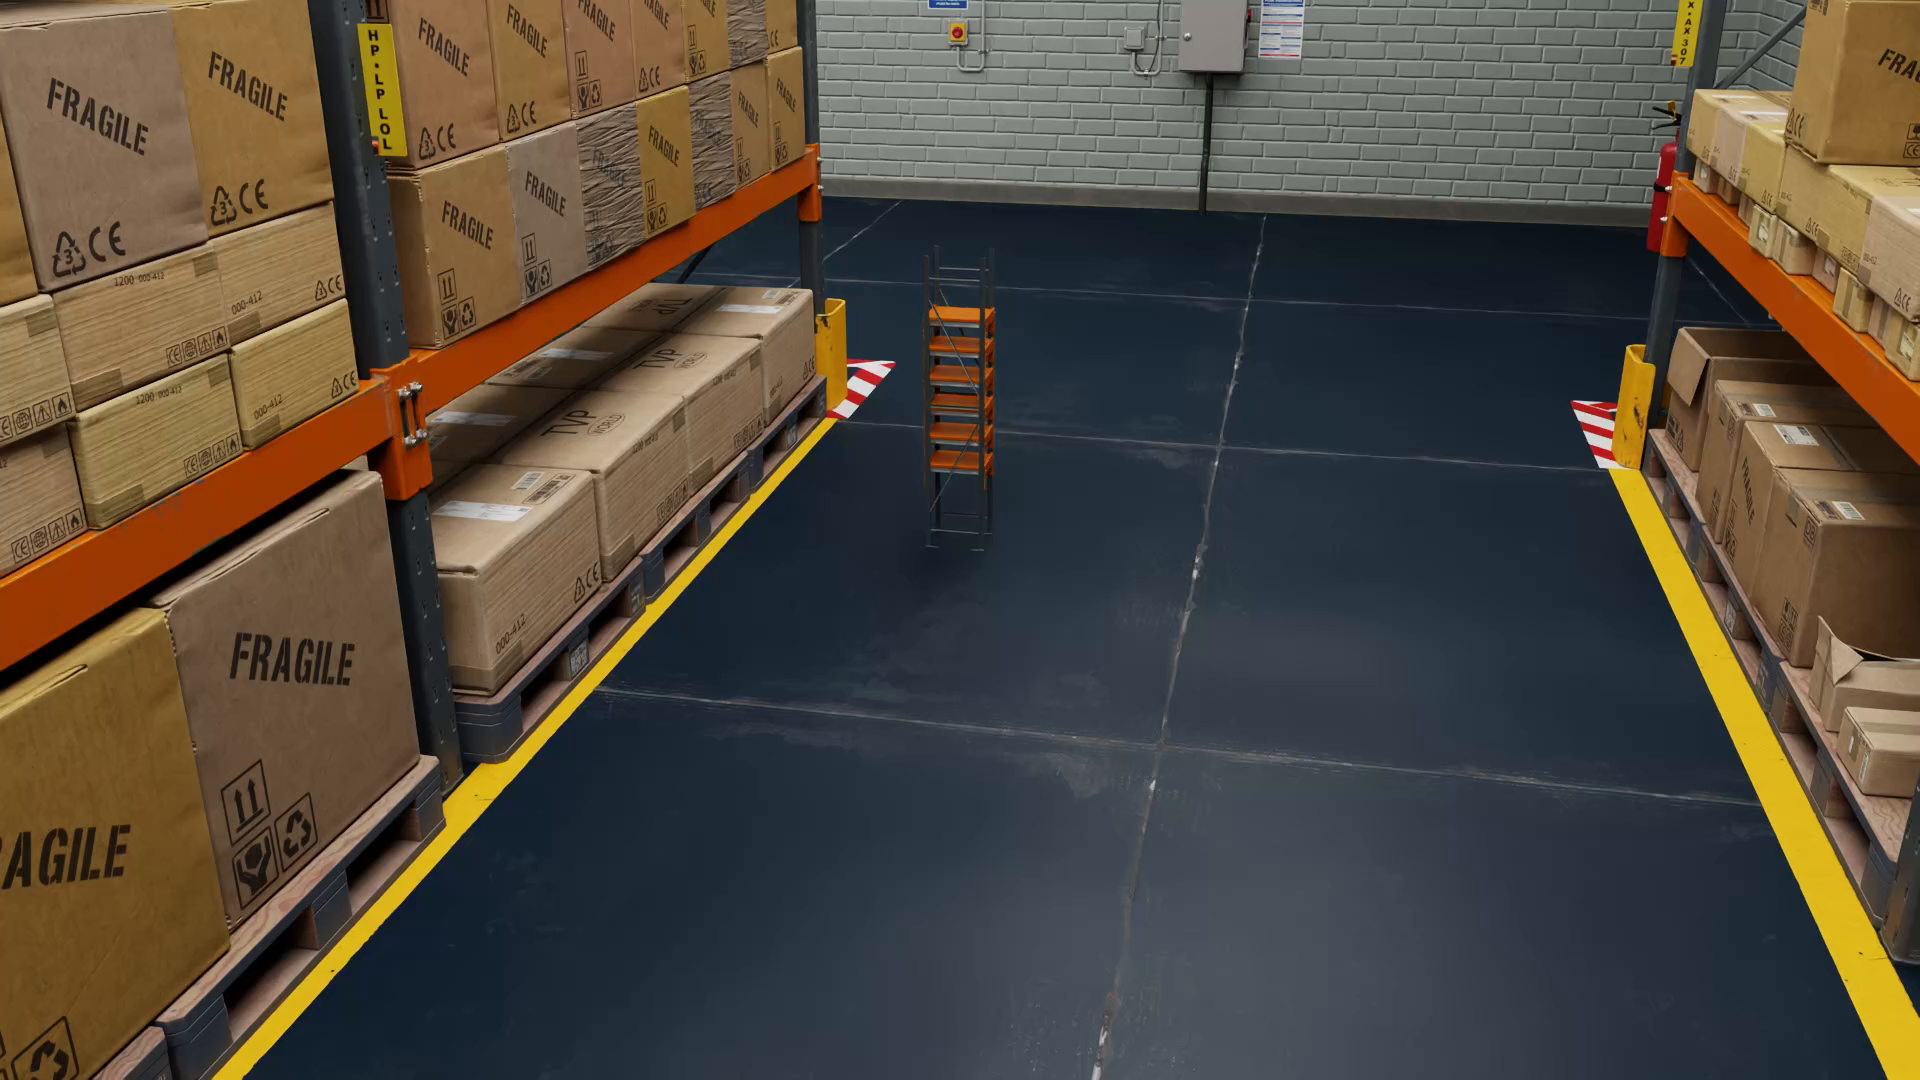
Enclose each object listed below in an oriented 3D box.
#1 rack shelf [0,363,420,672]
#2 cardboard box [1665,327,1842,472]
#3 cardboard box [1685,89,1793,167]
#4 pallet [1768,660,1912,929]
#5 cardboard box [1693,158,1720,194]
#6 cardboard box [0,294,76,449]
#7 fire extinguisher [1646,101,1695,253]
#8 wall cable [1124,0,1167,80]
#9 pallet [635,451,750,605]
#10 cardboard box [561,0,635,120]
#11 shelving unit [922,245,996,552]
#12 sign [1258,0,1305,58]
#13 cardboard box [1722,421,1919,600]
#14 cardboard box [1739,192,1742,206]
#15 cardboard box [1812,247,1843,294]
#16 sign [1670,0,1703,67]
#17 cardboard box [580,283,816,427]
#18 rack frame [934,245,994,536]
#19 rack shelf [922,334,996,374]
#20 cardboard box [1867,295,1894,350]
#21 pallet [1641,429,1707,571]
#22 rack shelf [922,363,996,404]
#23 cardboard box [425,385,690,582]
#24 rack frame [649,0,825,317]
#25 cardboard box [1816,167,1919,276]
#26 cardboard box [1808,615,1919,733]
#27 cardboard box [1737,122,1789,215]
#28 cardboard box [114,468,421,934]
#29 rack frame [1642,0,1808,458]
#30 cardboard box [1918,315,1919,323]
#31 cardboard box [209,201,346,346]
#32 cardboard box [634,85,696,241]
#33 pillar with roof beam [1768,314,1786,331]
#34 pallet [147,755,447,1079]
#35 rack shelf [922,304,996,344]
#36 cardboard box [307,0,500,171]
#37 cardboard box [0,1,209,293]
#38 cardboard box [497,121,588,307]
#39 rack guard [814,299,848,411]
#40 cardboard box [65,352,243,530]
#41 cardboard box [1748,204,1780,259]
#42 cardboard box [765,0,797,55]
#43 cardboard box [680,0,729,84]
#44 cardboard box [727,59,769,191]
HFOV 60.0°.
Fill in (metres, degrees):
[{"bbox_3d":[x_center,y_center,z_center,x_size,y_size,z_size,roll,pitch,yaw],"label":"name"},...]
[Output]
[{"bbox_3d":[-2.415,0.384,2.848,1.077,0.370,4.000,4,22,11],"label":"rack shelf"},{"bbox_3d":[3.452,-0.588,7.077,0.797,0.503,0.637,4,22,9],"label":"cardboard box"},{"bbox_3d":[3.313,-1.690,6.838,0.500,0.250,0.500,5,22,11],"label":"cardboard box"},{"bbox_3d":[2.994,0.738,4.738,1.003,0.211,1.213,4,22,11],"label":"pallet"},{"bbox_3d":[3.334,-1.551,7.027,0.380,0.149,0.250,4,22,11],"label":"cardboard box"},{"bbox_3d":[-2.053,-0.291,3.091,0.500,0.250,0.500,5,22,12],"label":"cardboard box"},{"bbox_3d":[3.247,-1.647,7.531,0.296,0.674,0.183,4,22,11],"label":"fire extinguisher"},{"bbox_3d":[1.328,-4.576,12.840,0.588,1.984,0.122,4,22,11],"label":"wall cable"},{"bbox_3d":[-1.528,-0.107,6.838,1.003,0.211,1.213,4,22,11],"label":"pallet"},{"bbox_3d":[-1.448,-1.718,5.632,0.500,0.500,0.500,5,22,12],"label":"cardboard box"},{"bbox_3d":[-0.003,-0.551,6.616,0.258,1.200,0.189,4,22,11],"label":"shelving unit"},{"bbox_3d":[2.490,-3.989,12.869,0.329,0.494,0.001,4,22,11],"label":"sign"},{"bbox_3d":[3.033,-0.091,5.847,0.500,0.500,0.500,5,22,12],"label":"cardboard box"},{"bbox_3d":[3.307,-1.356,6.542,0.380,0.149,0.250,4,22,10],"label":"cardboard box"},{"bbox_3d":[3.003,-0.887,5.376,0.380,0.149,0.250,4,22,11],"label":"cardboard box"},{"bbox_3d":[3.138,-2.210,7.167,0.100,0.325,0.005,4,22,11],"label":"sign"},{"bbox_3d":[-1.227,-0.901,7.944,0.875,0.438,0.875,4,22,9],"label":"cardboard box"},{"bbox_3d":[0.016,-0.585,6.699,0.240,1.200,0.006,4,22,11],"label":"rack frame"},{"bbox_3d":[-0.003,-0.733,6.543,0.258,0.103,0.180,4,22,11],"label":"rack shelf"},{"bbox_3d":[2.812,-0.611,4.692,0.380,0.149,0.250,5,22,12],"label":"cardboard box"},{"bbox_3d":[3.492,-0.154,6.954,1.003,0.211,1.213,4,22,11],"label":"pallet"},{"bbox_3d":[-0.003,-0.621,6.588,0.258,0.103,0.180,4,22,11],"label":"rack shelf"},{"bbox_3d":[-1.592,-0.236,6.293,0.875,0.438,0.875,4,22,9],"label":"cardboard box"},{"bbox_3d":[-1.191,-2.144,8.162,1.000,3.000,0.127,4,22,11],"label":"rack frame"},{"bbox_3d":[2.921,-0.943,4.983,0.500,0.250,0.500,4,22,11],"label":"cardboard box"},{"bbox_3d":[2.752,0.412,4.912,0.396,0.266,0.258,5,23,13],"label":"cardboard box"},{"bbox_3d":[3.110,-1.320,5.919,0.500,0.250,0.500,4,22,10],"label":"cardboard box"},{"bbox_3d":[-2.055,0.342,4.270,0.875,0.875,0.875,5,23,13],"label":"cardboard box"},{"bbox_3d":[3.669,-1.767,7.226,1.000,3.000,0.127,4,22,11],"label":"rack frame"},{"bbox_3d":[2.718,-0.578,4.075,0.500,0.250,0.500,5,22,12],"label":"cardboard box"},{"bbox_3d":[-1.859,-0.664,4.018,0.500,0.250,0.500,4,22,11],"label":"cardboard box"},{"bbox_3d":[-1.335,-1.433,6.262,0.500,0.500,0.500,5,22,13],"label":"cardboard box"},{"bbox_3d":[0.887,-5.795,9.198,9.100,9.000,0.400,4,22,11],"label":"pillar with roof beam"},{"bbox_3d":[-2.091,0.900,4.336,1.003,0.211,1.213,4,22,11],"label":"pallet"},{"bbox_3d":[-0.003,-0.844,6.498,0.258,0.103,0.180,4,22,11],"label":"rack shelf"},{"bbox_3d":[-1.673,-1.347,4.711,0.500,0.500,0.500,5,22,11],"label":"cardboard box"},{"bbox_3d":[-1.951,-0.819,3.400,0.500,0.500,0.500,5,22,12],"label":"cardboard box"},{"bbox_3d":[-1.548,-1.063,5.344,0.500,0.500,0.500,5,22,11],"label":"cardboard box"},{"bbox_3d":[-1.186,-0.993,8.651,1.175,0.500,0.348,4,22,11],"label":"rack guard"},{"bbox_3d":[-1.957,-0.242,3.641,0.500,0.250,0.500,4,22,10],"label":"cardboard box"},{"bbox_3d":[3.022,-1.084,5.866,0.380,0.149,0.250,4,22,9],"label":"cardboard box"},{"bbox_3d":[-1.056,-2.460,7.474,0.500,0.500,0.500,5,23,13],"label":"cardboard box"},{"bbox_3d":[-1.238,-2.086,6.545,0.500,0.500,0.500,4,22,11],"label":"cardboard box"},{"bbox_3d":[-1.147,-1.812,7.203,0.500,0.500,0.500,4,22,10],"label":"cardboard box"}]
